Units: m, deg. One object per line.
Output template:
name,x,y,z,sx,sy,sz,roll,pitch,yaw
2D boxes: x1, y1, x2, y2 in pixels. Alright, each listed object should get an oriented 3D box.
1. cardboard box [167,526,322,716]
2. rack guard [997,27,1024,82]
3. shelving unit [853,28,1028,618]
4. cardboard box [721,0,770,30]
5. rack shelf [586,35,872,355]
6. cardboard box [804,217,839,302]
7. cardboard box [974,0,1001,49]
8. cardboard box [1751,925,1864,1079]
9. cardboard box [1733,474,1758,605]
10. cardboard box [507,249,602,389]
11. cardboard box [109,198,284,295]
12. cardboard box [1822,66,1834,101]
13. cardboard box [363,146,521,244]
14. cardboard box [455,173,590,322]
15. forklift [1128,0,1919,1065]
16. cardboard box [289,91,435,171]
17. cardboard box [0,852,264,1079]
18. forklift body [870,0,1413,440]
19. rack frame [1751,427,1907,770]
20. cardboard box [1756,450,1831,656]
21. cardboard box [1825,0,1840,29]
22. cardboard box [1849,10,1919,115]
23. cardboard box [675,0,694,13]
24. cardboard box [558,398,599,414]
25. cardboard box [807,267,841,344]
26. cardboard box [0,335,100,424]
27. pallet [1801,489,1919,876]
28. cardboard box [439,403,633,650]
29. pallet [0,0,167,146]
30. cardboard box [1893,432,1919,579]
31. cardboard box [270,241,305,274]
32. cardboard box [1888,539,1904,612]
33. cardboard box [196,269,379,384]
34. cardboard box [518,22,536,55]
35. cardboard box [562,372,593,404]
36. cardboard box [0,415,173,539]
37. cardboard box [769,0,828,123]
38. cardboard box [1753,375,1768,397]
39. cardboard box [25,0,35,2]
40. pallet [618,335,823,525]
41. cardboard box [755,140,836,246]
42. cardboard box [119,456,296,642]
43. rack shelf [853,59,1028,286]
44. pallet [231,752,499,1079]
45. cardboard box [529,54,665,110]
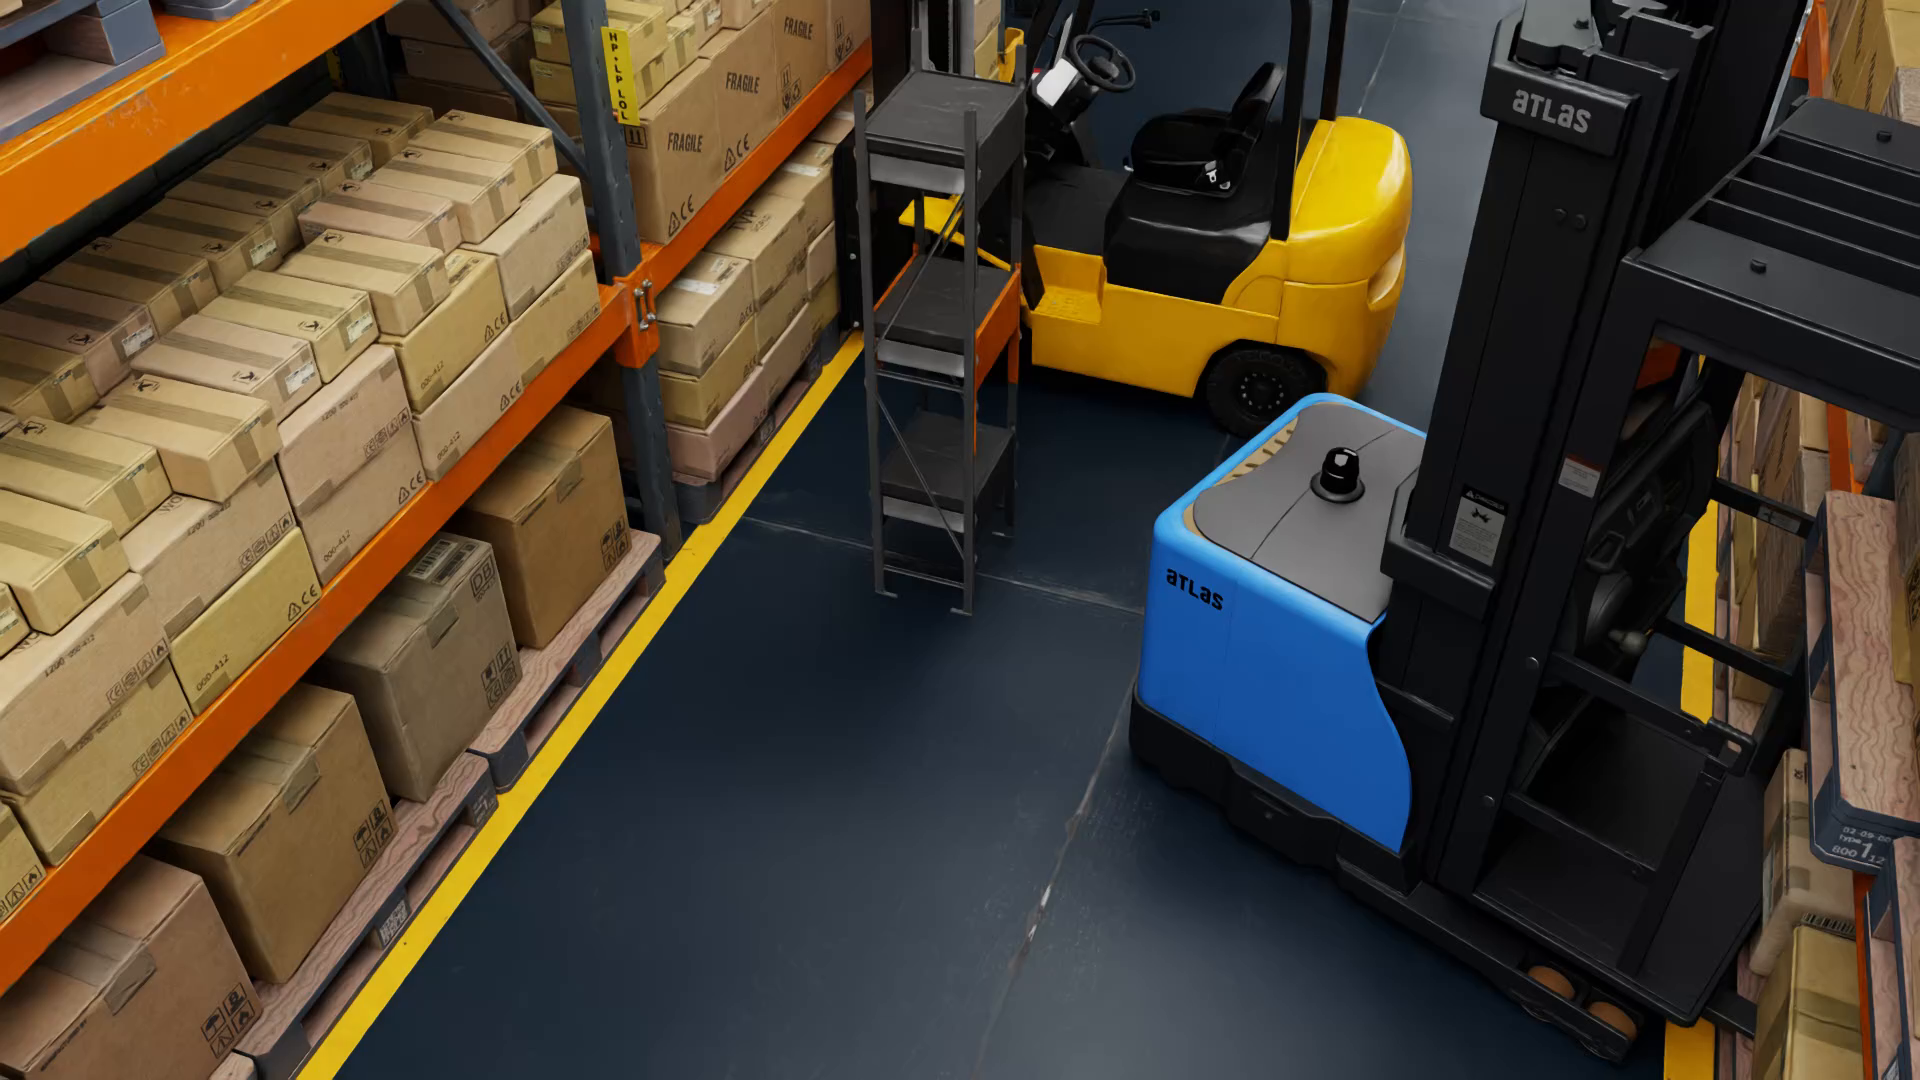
cardboard box,-2.070,0.148,4.381,0.500,0.250,0.500,15,43,16
rack guard,-0.233,-2.699,9.528,1.175,0.500,0.348,13,42,15
shelving unit,-0.057,-0.698,5.950,0.431,2.100,0.503,13,42,15
cardboard box,-0.949,-2.073,6.292,0.380,0.149,0.250,14,42,16
rack shelf,-0.925,-2.141,7.503,1.077,0.370,4.000,13,42,15
cardboard box,-0.800,-1.337,7.416,0.500,0.250,0.500,13,42,15
cardboard box,-0.106,-2.779,8.721,0.500,0.250,0.500,15,43,17
cardboard box,2.637,1.504,4.377,0.950,0.372,0.625,16,43,18
cardboard box,3.179,0.043,6.183,0.500,0.250,0.500,12,42,14
cardboard box,-1.536,-0.773,5.460,0.500,0.250,0.500,14,42,16
cardboard box,-2.226,-0.849,4.857,0.380,0.149,0.250,13,42,15
cardboard box,3.744,-1.833,6.781,0.380,0.149,0.250,14,42,16
cardboard box,-1.588,-1.061,5.106,0.380,0.149,0.250,13,42,14
cardboard box,-1.537,-0.972,5.309,0.500,0.250,0.500,12,42,14
forklift,2.032,0.034,4.452,3.031,2.935,1.130,29,49,30
cardboard box,-1.931,-1.313,5.401,0.380,0.149,0.250,12,42,14
cardboard box,-2.535,1.211,4.526,0.875,0.625,0.625,15,43,16
forklift body,0.825,-1.750,7.145,2.313,2.155,1.214,13,42,15
rack frame,3.057,-0.096,4.551,1.000,3.000,0.127,13,42,15
cardboard box,3.007,0.085,5.557,0.500,0.500,0.500,13,42,14
cardboard box,4.002,-2.459,7.015,0.500,0.500,0.500,13,42,14
cardboard box,3.488,-1.520,5.914,0.500,0.500,0.500,12,42,14
cardboard box,-1.138,-2.059,6.046,0.380,0.149,0.250,13,42,14
cardboard box,-1.633,-0.650,6.995,0.500,0.250,0.500,14,42,16
cardboard box,-0.812,-1.160,7.594,0.500,0.250,0.500,14,42,16
cardboard box,-2.496,-0.394,4.323,0.380,0.149,0.250,14,42,15
pallet,2.659,0.411,4.105,1.003,0.211,1.213,13,42,15
cardboard box,-1.777,-0.131,6.098,0.875,0.625,0.625,15,43,17
pallet,-2.449,-0.941,3.377,1.003,0.211,1.213,15,43,17
cardboard box,2.627,-0.184,4.025,0.500,0.500,0.500,14,43,16
cardboard box,-2.205,-0.771,5.073,0.500,0.250,0.500,13,42,15
cardboard box,2.571,0.107,4.183,0.380,0.149,0.250,14,42,16
cardboard box,-1.835,-0.588,4.551,0.380,0.149,0.250,12,42,14
cardboard box,-1.688,-1.893,6.081,0.380,0.149,0.250,12,42,14
cardboard box,-1.635,-0.841,6.835,0.500,0.250,0.500,12,42,14
cardboard box,-2.161,-0.139,4.025,0.380,0.149,0.250,13,42,15
cardboard box,-0.877,-2.076,6.796,0.500,0.500,0.500,13,42,15
cardboard box,3.527,-0.865,6.670,0.500,0.500,0.500,14,42,16
cardboard box,-1.963,-1.230,3.362,0.380,0.149,0.250,13,42,15
pallet,-1.298,-0.610,7.302,1.003,0.211,1.213,13,42,15
cardboard box,-0.805,-1.530,7.257,0.500,0.250,0.500,15,43,17
cardboard box,-2.076,-0.043,4.219,0.500,0.250,0.500,14,42,16
rack shelf,-0.057,-1.220,5.505,0.431,0.518,0.480,13,42,15
pallet,-2.240,1.070,5.333,1.003,0.211,1.213,13,42,15
cardboard box,-1.253,-1.616,5.756,0.380,0.149,0.250,13,42,14
